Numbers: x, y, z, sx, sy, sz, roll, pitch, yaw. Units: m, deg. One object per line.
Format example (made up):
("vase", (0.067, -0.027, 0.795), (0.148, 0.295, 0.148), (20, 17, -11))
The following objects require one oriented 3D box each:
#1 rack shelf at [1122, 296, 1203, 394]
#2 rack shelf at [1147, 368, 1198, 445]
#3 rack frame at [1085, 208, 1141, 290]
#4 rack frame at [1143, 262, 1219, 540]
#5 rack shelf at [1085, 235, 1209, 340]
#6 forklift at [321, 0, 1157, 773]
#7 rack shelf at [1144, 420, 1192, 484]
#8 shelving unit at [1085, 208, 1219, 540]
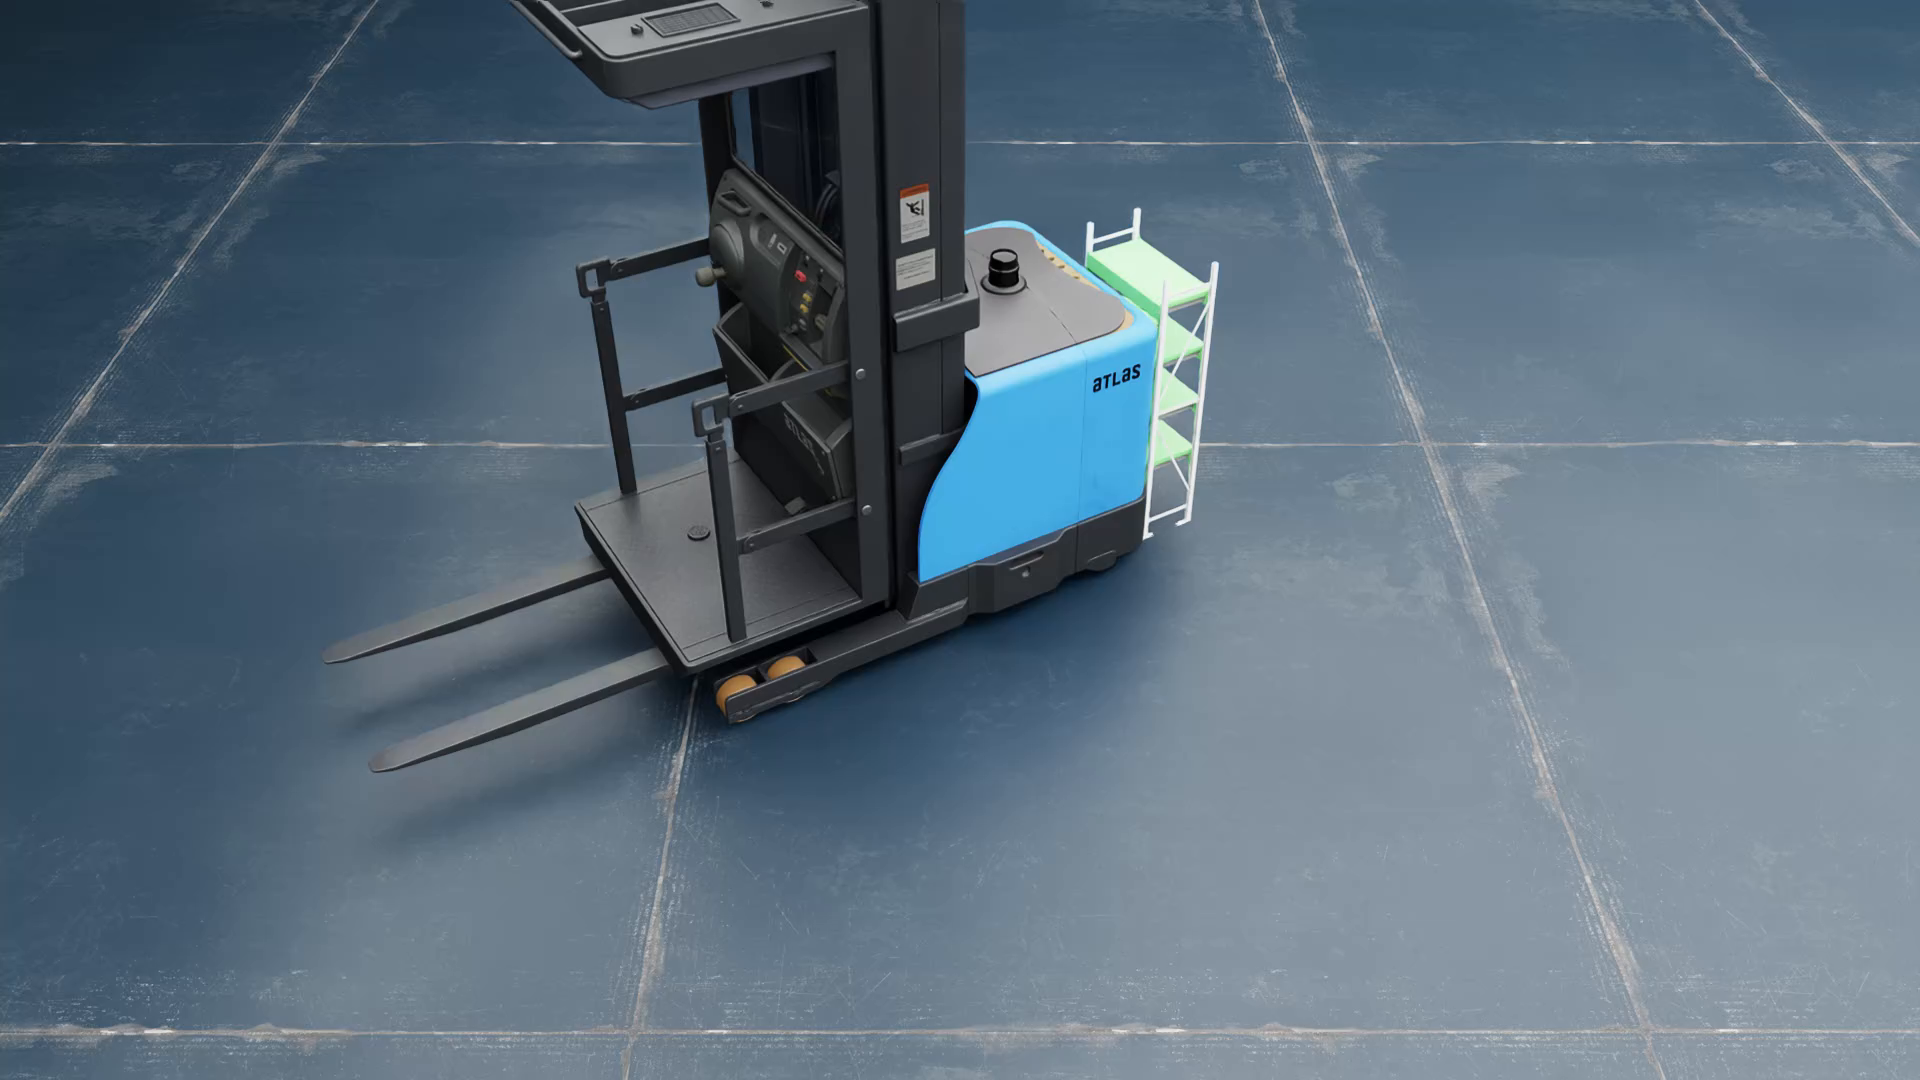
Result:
("rack shelf", (0.716, -0.780, 6.482), (0.258, 0.148, 0.480), (-21, 43, -24))
("rack shelf", (0.716, -0.593, 6.632), (0.258, 0.148, 0.480), (-21, 43, -24))
("rack frame", (0.591, -0.774, 6.756), (0.240, 1.200, 0.015), (-21, 43, -24))
("rack frame", (0.842, -0.512, 6.429), (0.240, 1.200, 0.015), (-21, 43, -24))
("rack shelf", (0.717, -0.968, 6.332), (0.258, 0.148, 0.480), (-21, 43, -24))
("forklift", (-0.797, -0.874, 5.496), (3.031, 2.935, 1.130), (-21, 43, -24))
("rack shelf", (0.716, -0.406, 6.782), (0.258, 0.148, 0.480), (-21, 43, -24))
("shelving unit", (0.716, -0.643, 6.592), (0.258, 1.200, 0.503), (-21, 43, -24))
